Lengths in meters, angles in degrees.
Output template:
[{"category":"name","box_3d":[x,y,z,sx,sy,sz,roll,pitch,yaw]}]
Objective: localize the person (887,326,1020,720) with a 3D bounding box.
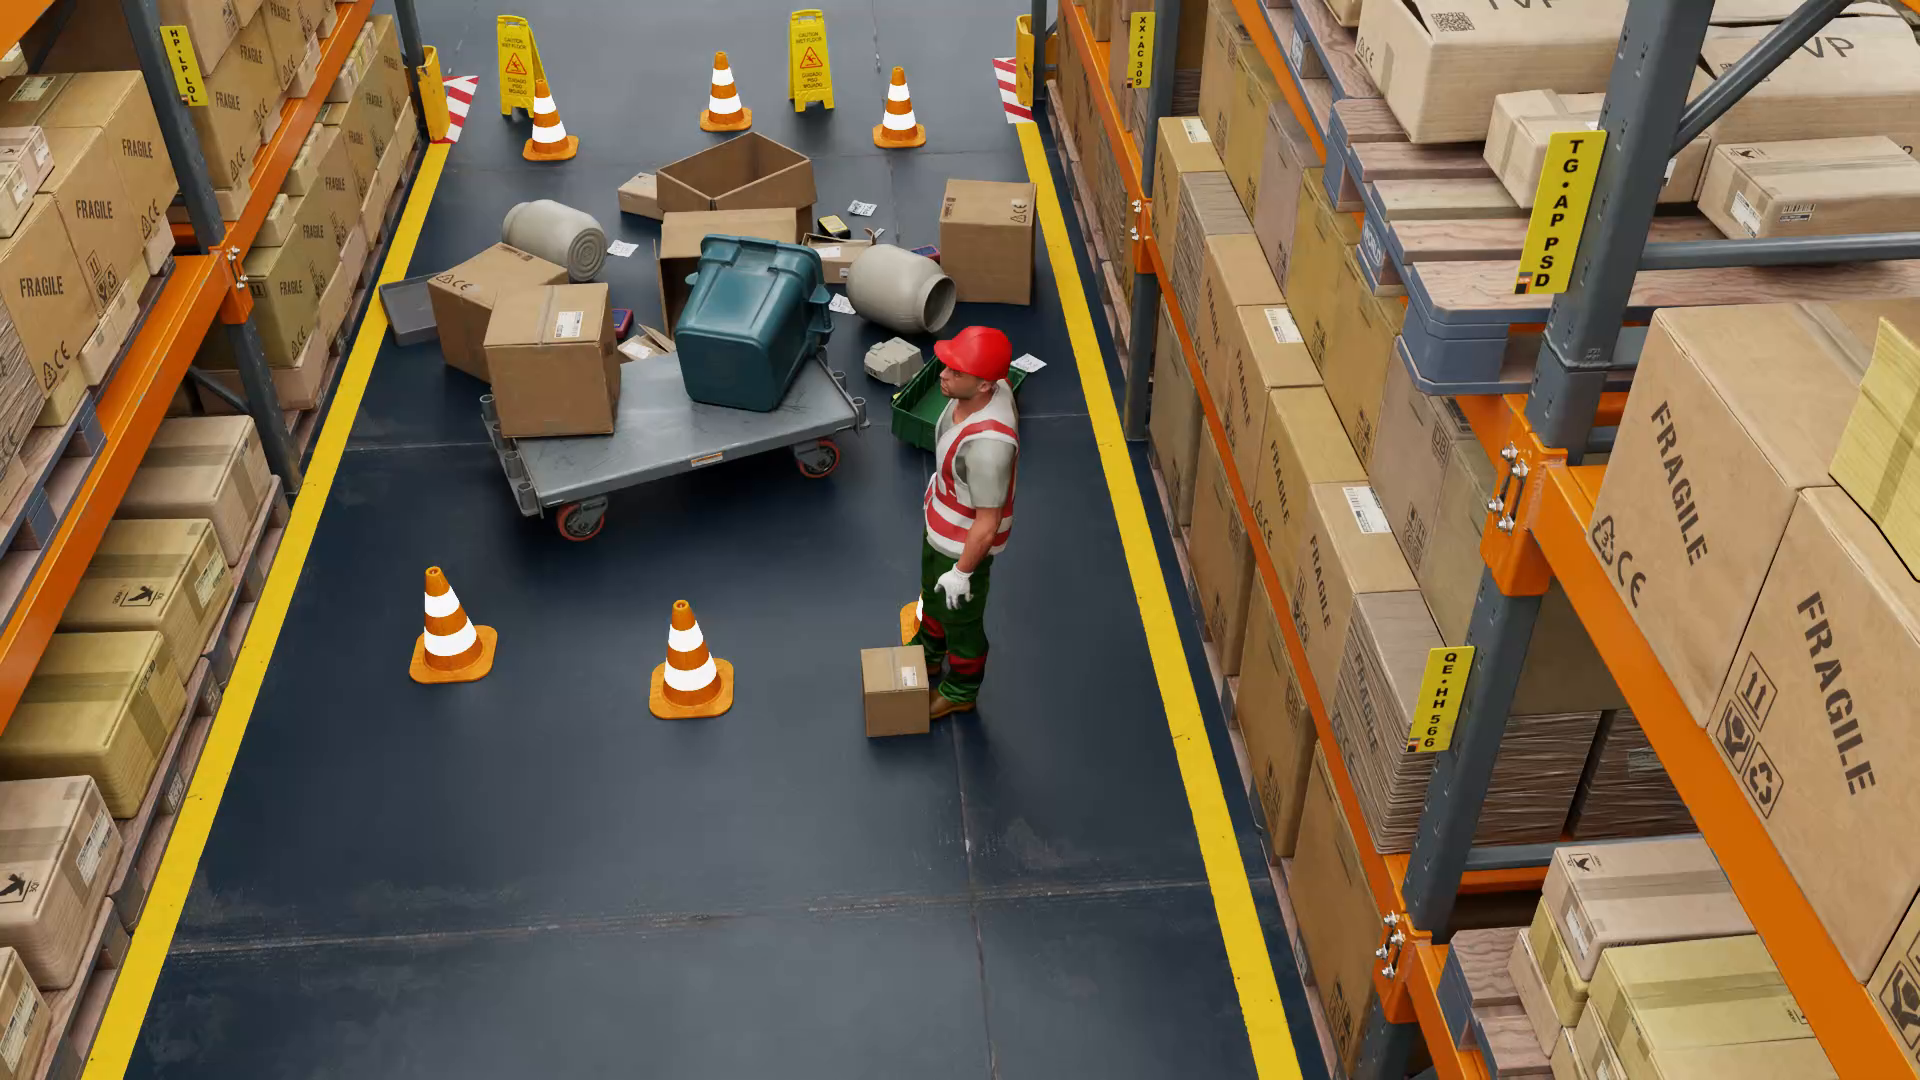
[{"category":"person","box_3d":[-0.069,-0.039,6.168,0.564,1.788,0.637,-3,39,-4]}]
